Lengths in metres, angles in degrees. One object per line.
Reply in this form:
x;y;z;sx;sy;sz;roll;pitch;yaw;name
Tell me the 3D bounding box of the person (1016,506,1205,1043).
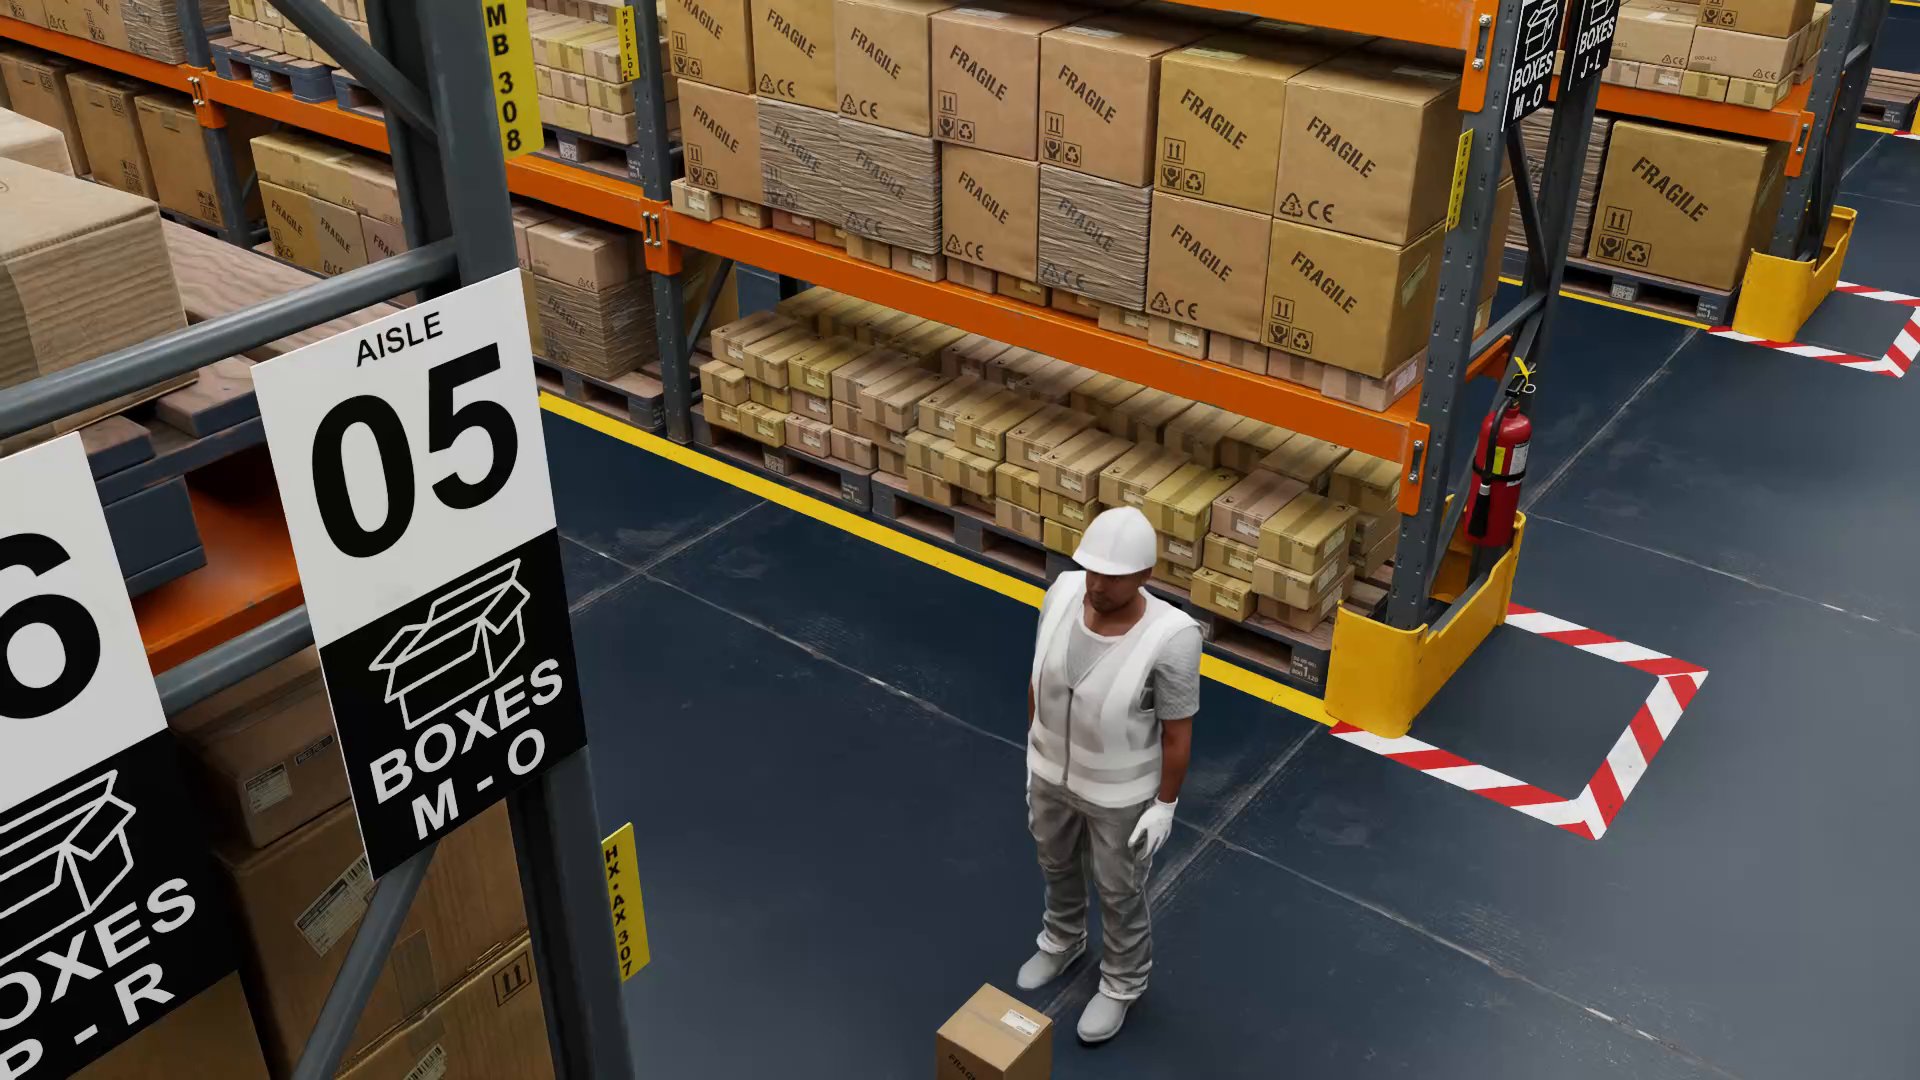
0.412;0.718;4.931;0.550;1.822;0.373;22;37;32;person
